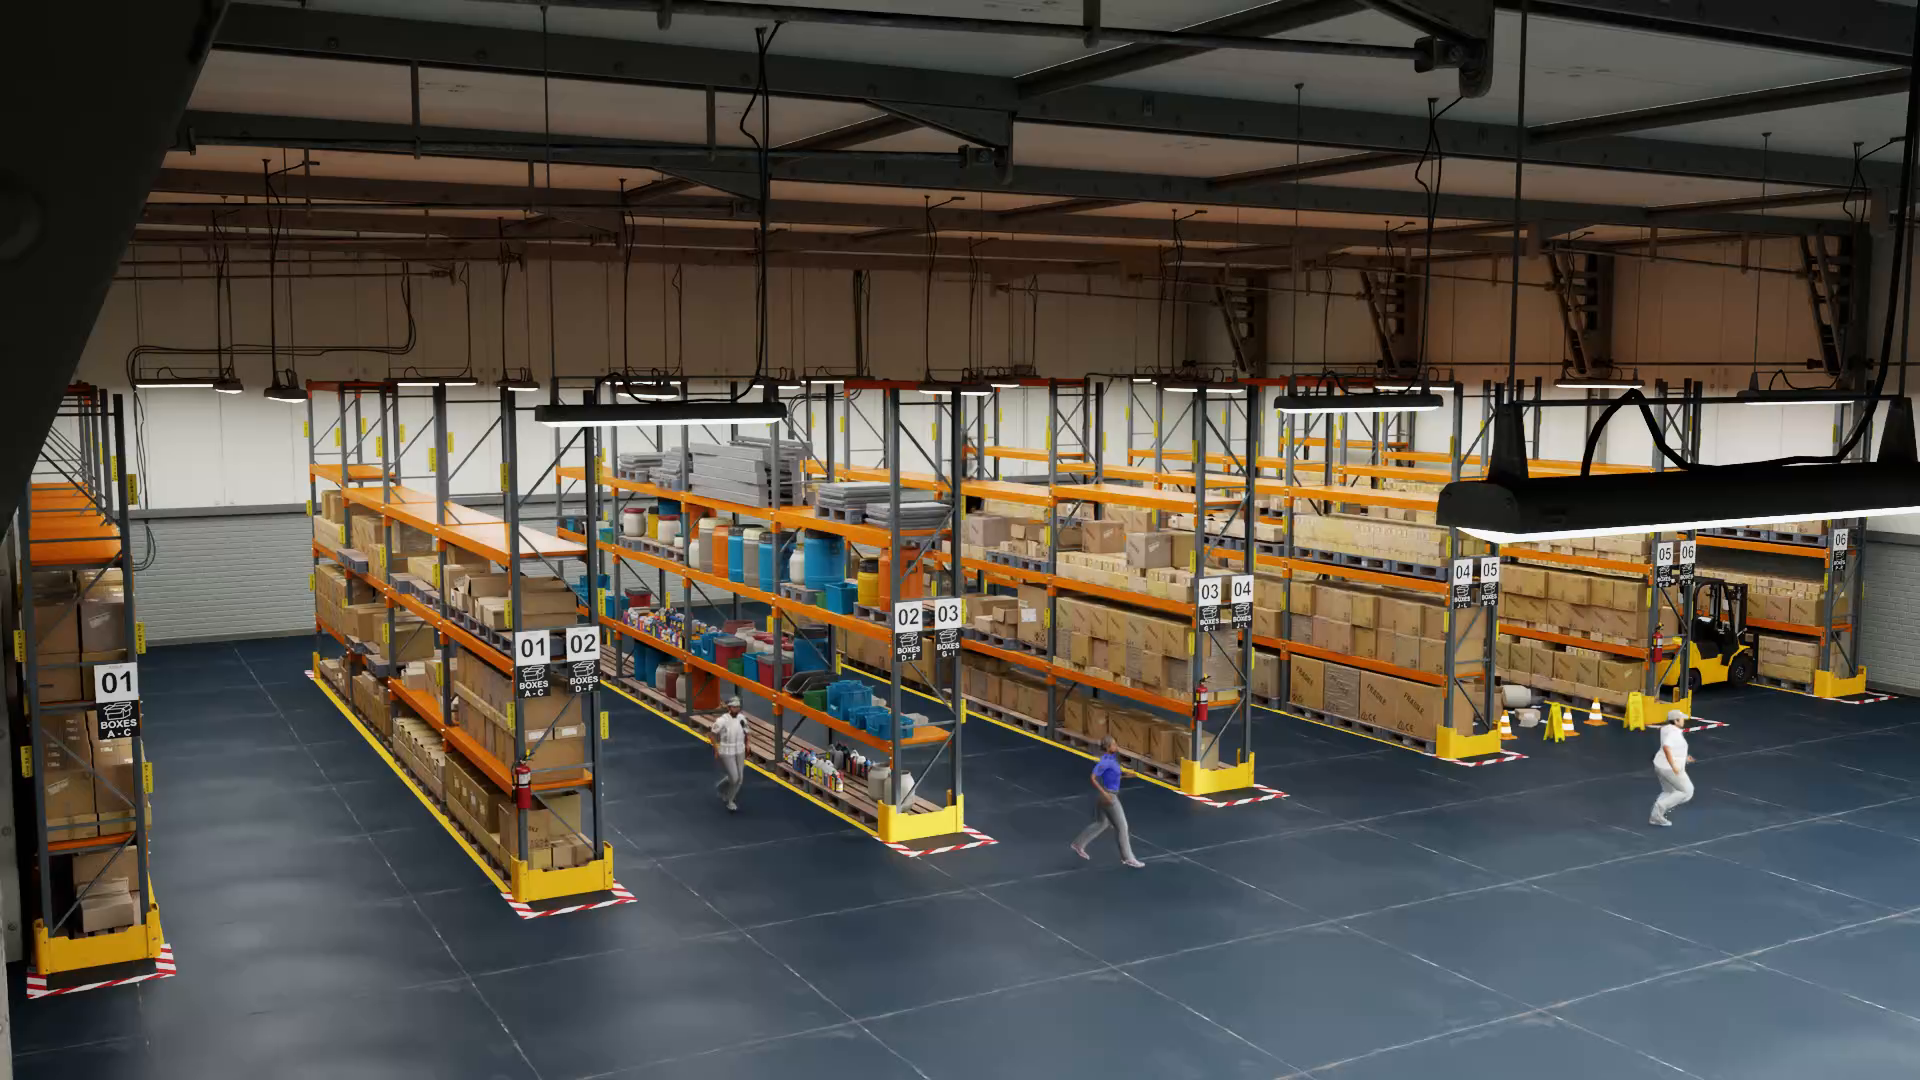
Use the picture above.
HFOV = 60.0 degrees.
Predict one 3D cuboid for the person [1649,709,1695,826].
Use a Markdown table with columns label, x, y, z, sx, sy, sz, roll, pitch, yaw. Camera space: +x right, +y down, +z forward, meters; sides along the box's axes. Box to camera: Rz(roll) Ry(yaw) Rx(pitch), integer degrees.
| label | x | y | z | sx | sy | sz | roll | pitch | yaw |
| --- | --- | --- | --- | --- | --- | --- | --- | --- | --- |
| person | 9.764 | 3.115 | 22.727 | 0.588 | 1.616 | 0.592 | 1 | 6 | 5 |

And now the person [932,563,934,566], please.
| label | x | y | z | sx | sy | sz | roll | pitch | yaw |
| --- | --- | --- | --- | --- | --- | --- | --- | --- | --- |
| person | -0.678 | 1.086 | 41.741 | 0.571 | 1.605 | 0.694 | -2 | 6 | -20 |

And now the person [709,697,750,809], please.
| label | x | y | z | sx | sy | sz | roll | pitch | yaw |
| --- | --- | --- | --- | --- | --- | --- | --- | --- | --- |
| person | -3.202 | 3.017 | 23.512 | 0.559 | 1.644 | 0.586 | -4 | 7 | -36 |

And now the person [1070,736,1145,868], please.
| label | x | y | z | sx | sy | sz | roll | pitch | yaw |
| --- | --- | --- | --- | --- | --- | --- | --- | --- | --- |
| person | 1.864 | 3.271 | 20.868 | 0.916 | 1.655 | 0.573 | 0 | 6 | 1 |
